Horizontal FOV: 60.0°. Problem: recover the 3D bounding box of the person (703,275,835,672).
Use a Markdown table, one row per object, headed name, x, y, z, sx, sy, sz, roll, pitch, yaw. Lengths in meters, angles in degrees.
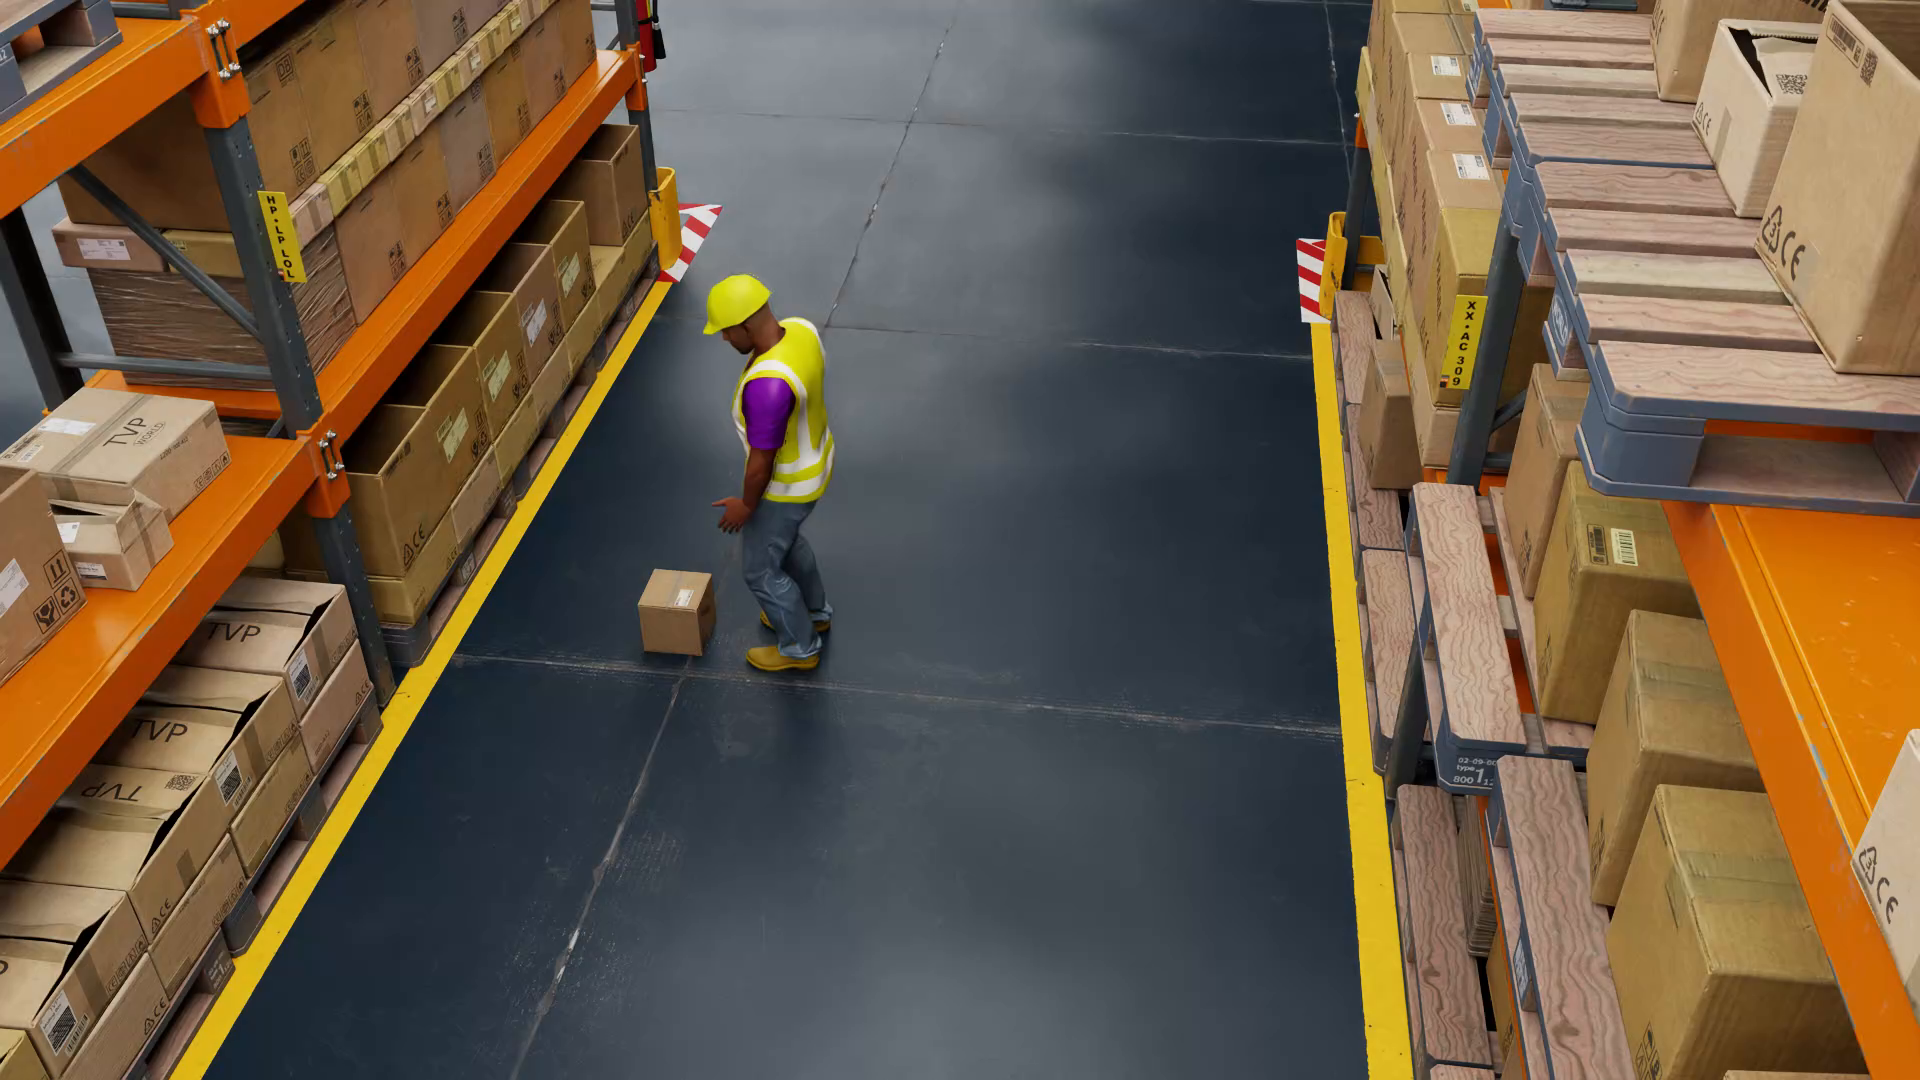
| name | x | y | z | sx | sy | sz | roll | pitch | yaw |
| --- | --- | --- | --- | --- | --- | --- | --- | --- | --- |
| person | -0.725 | -0.246 | 6.503 | 0.438 | 1.725 | 0.588 | 5 | 36 | 7 |
